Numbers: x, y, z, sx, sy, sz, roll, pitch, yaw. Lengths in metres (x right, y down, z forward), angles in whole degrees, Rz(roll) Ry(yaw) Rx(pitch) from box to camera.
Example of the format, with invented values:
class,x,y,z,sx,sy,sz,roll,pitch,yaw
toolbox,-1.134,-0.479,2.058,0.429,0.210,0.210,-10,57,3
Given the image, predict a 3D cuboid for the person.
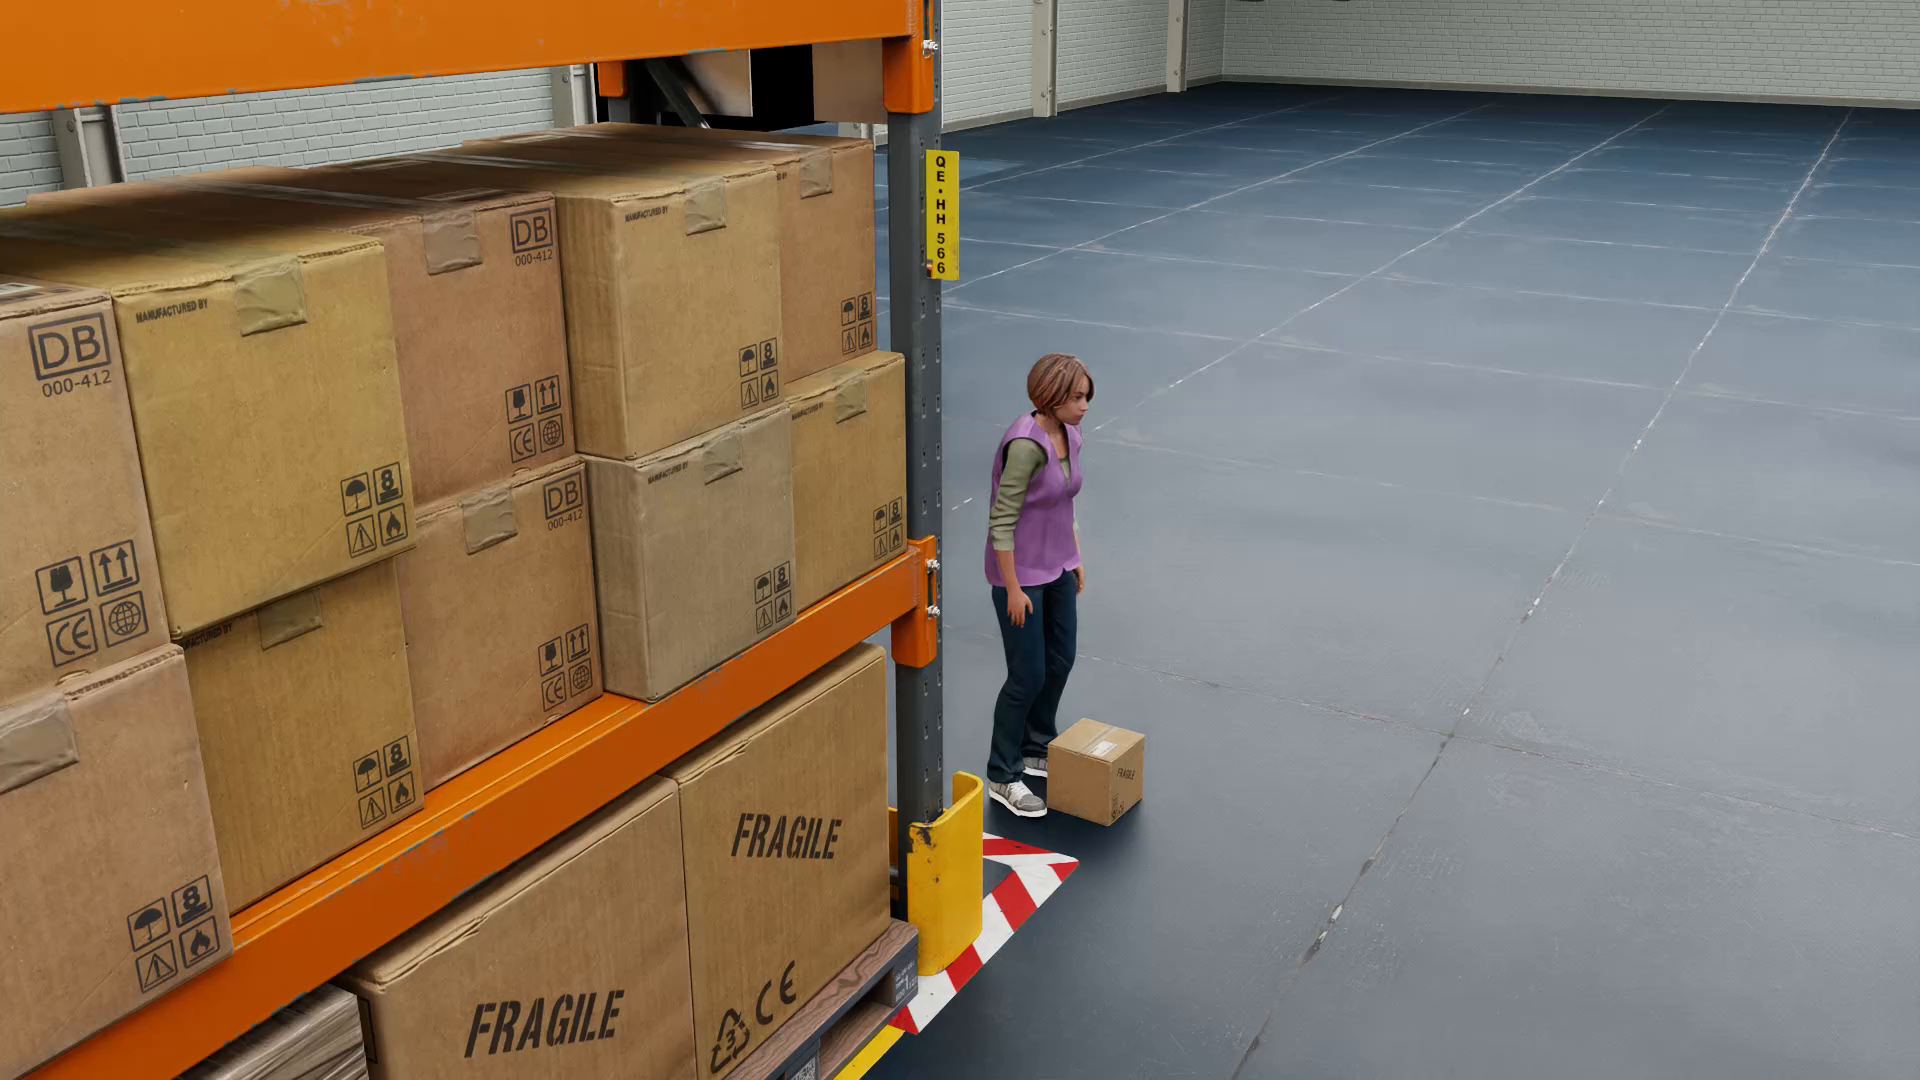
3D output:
class,x,y,z,sx,sy,sz,roll,pitch,yaw
person,0.271,0.134,5.713,0.344,1.593,0.463,13,24,32
